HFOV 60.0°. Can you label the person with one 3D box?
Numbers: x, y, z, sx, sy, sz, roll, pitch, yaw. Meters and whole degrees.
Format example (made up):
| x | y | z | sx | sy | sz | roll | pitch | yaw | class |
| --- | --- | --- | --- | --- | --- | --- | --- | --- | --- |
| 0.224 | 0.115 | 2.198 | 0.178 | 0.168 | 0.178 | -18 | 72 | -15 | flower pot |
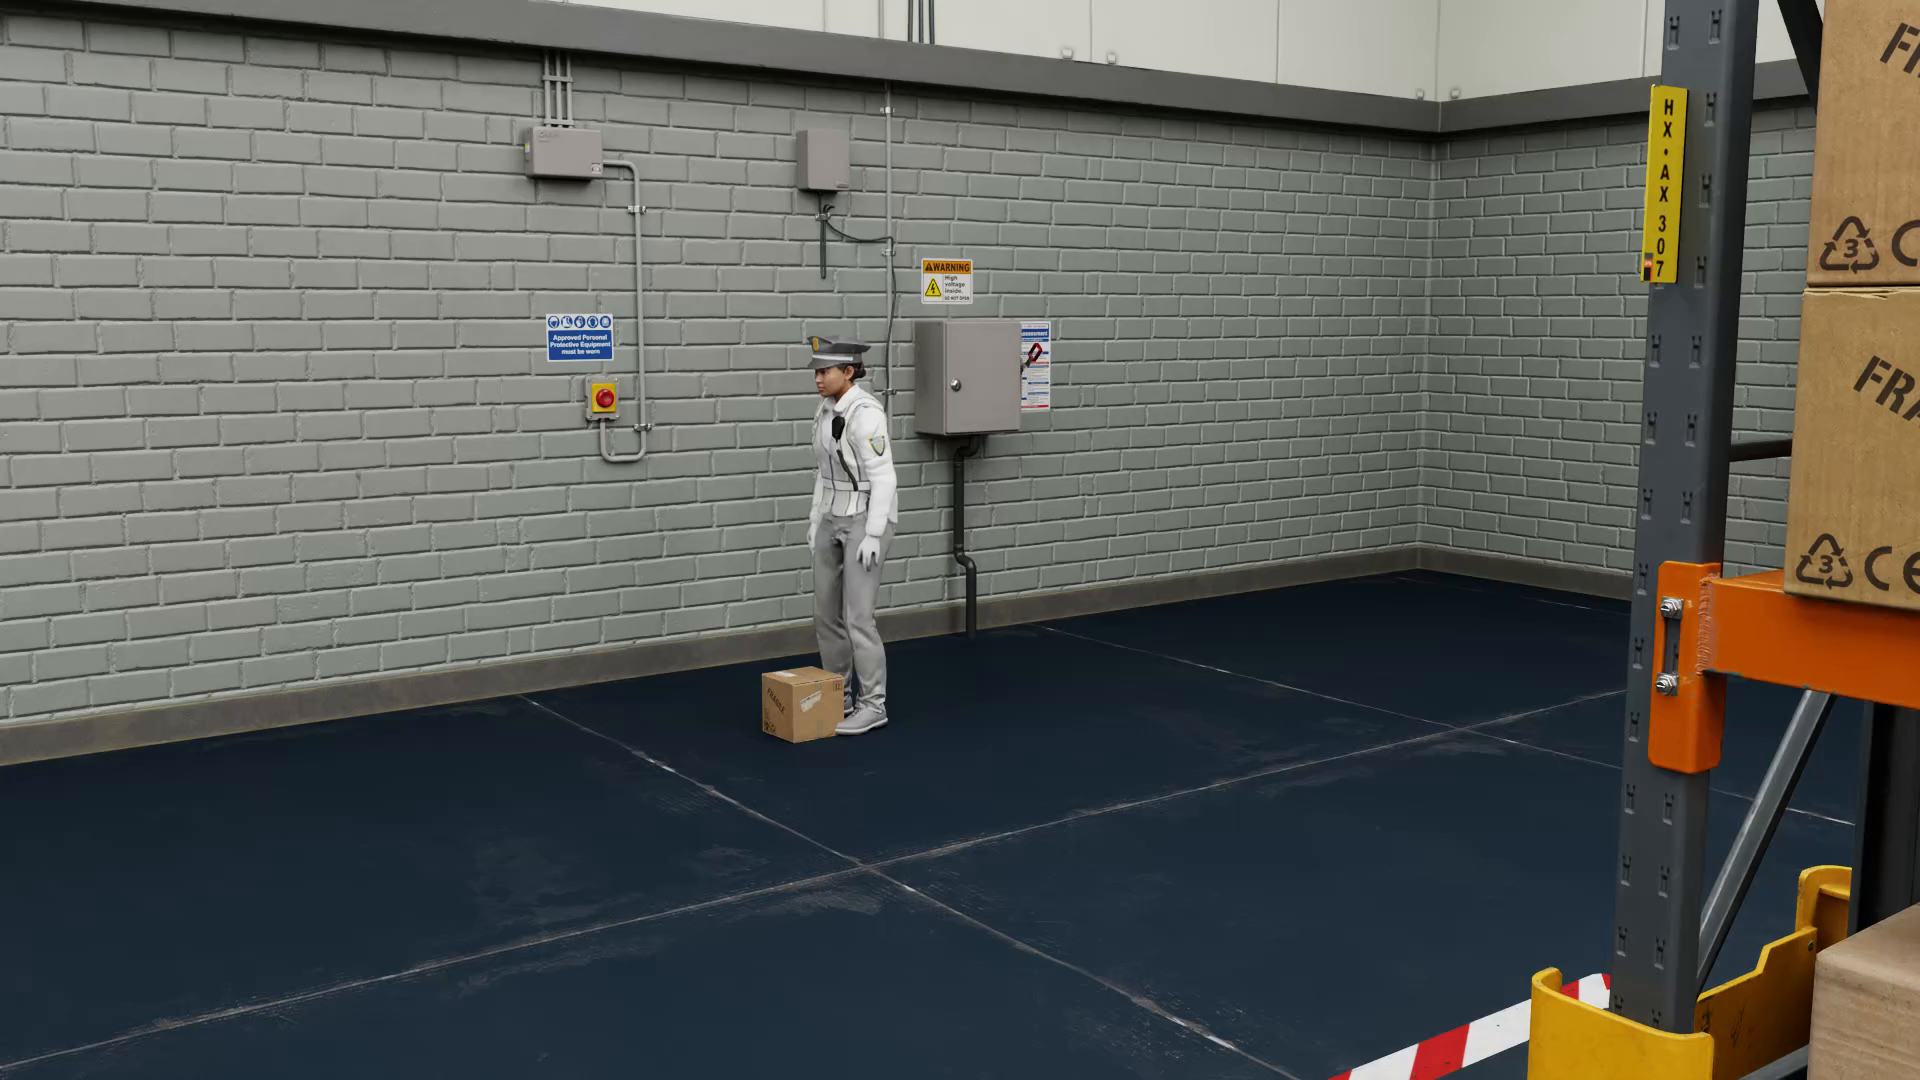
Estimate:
| x | y | z | sx | sy | sz | roll | pitch | yaw | class |
| --- | --- | --- | --- | --- | --- | --- | --- | --- | --- |
| -0.473 | -0.032 | 7.031 | 0.376 | 1.663 | 0.527 | -6 | 10 | -36 | person |
